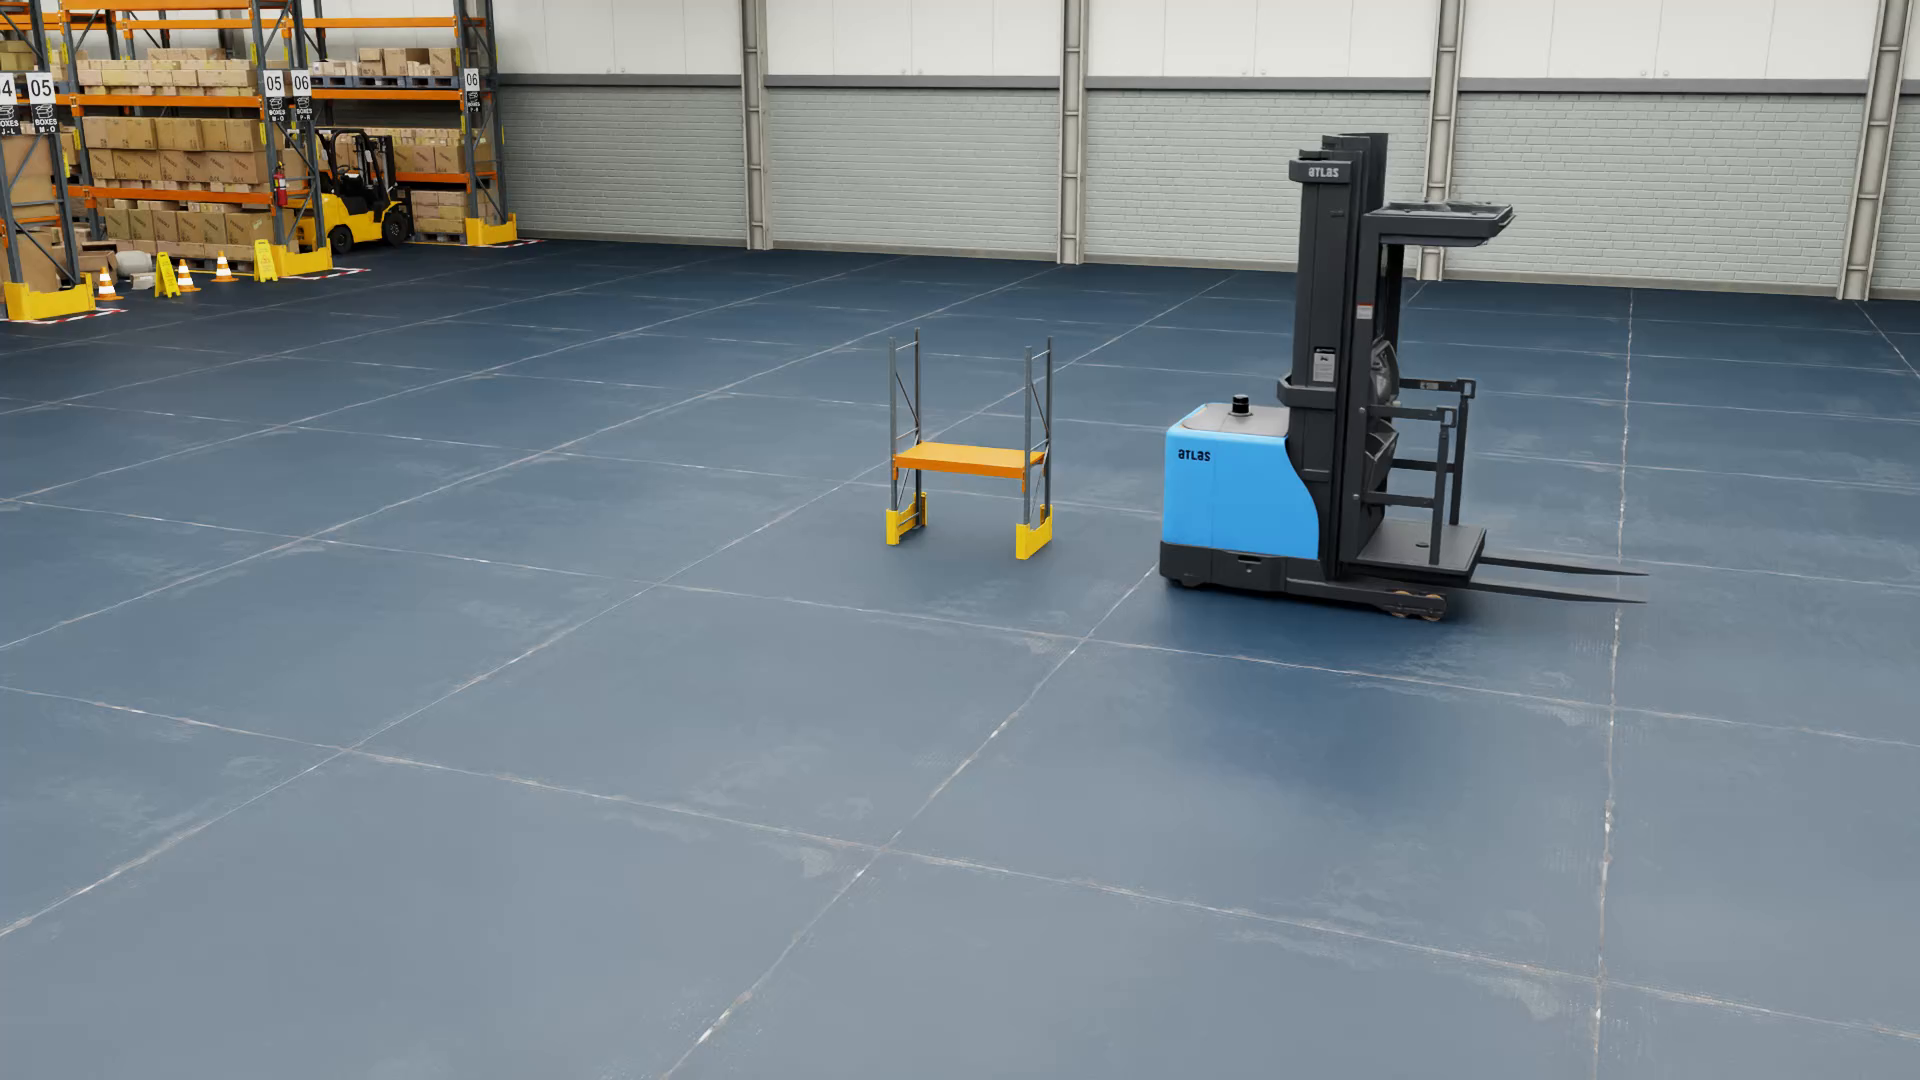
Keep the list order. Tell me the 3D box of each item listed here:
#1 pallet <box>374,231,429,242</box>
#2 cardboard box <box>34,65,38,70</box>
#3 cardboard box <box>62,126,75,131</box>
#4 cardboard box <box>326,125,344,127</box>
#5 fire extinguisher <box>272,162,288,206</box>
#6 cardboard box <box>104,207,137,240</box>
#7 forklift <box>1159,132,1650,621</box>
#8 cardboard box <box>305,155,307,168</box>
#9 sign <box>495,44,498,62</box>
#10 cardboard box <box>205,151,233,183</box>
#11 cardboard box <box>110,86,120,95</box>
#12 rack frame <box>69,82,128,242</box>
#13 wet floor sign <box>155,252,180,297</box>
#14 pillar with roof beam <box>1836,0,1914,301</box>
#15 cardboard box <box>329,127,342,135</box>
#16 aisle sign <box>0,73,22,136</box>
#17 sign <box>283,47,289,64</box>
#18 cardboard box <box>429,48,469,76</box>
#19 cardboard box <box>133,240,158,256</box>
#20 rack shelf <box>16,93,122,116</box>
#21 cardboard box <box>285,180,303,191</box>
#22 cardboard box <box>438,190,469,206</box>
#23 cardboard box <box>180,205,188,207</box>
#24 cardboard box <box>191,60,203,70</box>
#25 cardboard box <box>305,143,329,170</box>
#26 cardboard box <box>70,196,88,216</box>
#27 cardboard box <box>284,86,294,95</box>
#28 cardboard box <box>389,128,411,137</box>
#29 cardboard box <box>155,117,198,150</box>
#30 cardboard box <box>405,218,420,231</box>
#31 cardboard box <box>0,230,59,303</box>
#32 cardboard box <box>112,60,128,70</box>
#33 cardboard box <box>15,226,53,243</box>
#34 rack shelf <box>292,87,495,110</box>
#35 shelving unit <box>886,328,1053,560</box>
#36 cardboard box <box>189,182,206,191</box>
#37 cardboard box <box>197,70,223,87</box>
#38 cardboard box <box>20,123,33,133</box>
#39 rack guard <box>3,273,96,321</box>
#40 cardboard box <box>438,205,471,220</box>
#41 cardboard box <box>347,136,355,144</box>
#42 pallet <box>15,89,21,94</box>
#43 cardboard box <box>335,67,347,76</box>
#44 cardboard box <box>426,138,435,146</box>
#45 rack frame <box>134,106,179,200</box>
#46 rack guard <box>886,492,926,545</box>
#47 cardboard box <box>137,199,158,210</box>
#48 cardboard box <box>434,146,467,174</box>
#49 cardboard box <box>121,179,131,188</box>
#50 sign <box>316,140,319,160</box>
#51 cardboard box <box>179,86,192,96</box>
[{"bbox_3d":[-10.804,-5.980,32.395,1.213,0.211,1.003,6,17,21],"label":"pallet"},{"bbox_3d":[-15.551,-7.894,28.120,0.500,0.250,0.500,7,17,21],"label":"cardboard box"},{"bbox_3d":[-18.530,-8.363,34.670,0.500,0.500,0.700,6,17,20],"label":"cardboard box"},{"bbox_3d":[-12.260,-8.084,32.764,0.250,0.149,0.380,6,17,21],"label":"cardboard box"},{"bbox_3d":[-10.827,-5.671,26.466,0.183,0.674,0.296,6,17,21],"label":"fire extinguisher"},{"bbox_3d":[-14.036,-5.359,28.088,0.500,0.500,0.500,7,18,23],"label":"cardboard box"},{"bbox_3d":[2.900,-1.067,10.591,3.031,2.935,1.130,7,17,22],"label":"forklift"},{"bbox_3d":[-13.232,-7.448,32.717,0.500,0.250,0.500,7,17,22],"label":"cardboard box"},{"bbox_3d":[-8.737,-9.169,31.286,0.005,0.325,0.100,6,17,21],"label":"sign"},{"bbox_3d":[-11.834,-6.067,26.978,0.500,0.500,0.500,6,17,21],"label":"cardboard box"},{"bbox_3d":[-13.791,-7.435,27.474,0.250,0.149,0.380,6,17,21],"label":"cardboard box"},{"bbox_3d":[-14.485,-6.248,28.317,0.127,3.000,1.000,6,17,21],"label":"rack frame"},{"bbox_3d":[-11.733,-3.925,24.536,0.232,0.644,0.267,3,17,11],"label":"wet floor sign"},{"bbox_3d":[11.483,-6.741,19.254,0.400,9.000,9.100,6,17,21],"label":"pillar with roof beam"},{"bbox_3d":[-11.963,-7.902,32.136,0.250,0.149,0.380,6,17,20],"label":"cardboard box"},{"bbox_3d":[-12.531,-5.708,21.794,0.004,0.787,0.394,6,17,21],"label":"aisle sign"},{"bbox_3d":[-12.858,-9.234,31.730,0.005,0.325,0.100,6,17,21],"label":"sign"},{"bbox_3d":[-9.448,-8.847,30.777,0.500,0.500,0.500,7,18,22],"label":"cardboard box"},{"bbox_3d":[-13.535,-4.948,28.014,0.500,0.250,0.500,7,18,24],"label":"cardboard box"},{"bbox_3d":[-16.346,-7.548,28.704,4.000,0.370,1.077,6,17,21],"label":"rack shelf"},{"bbox_3d":[-11.004,-5.807,27.247,0.250,0.149,0.380,6,17,21],"label":"cardboard box"},{"bbox_3d":[-9.489,-6.455,31.412,0.500,0.250,0.500,7,18,22],"label":"cardboard box"},{"bbox_3d":[-13.363,-5.447,28.391,0.500,0.500,0.500,7,17,22],"label":"cardboard box"},{"bbox_3d":[-12.099,-7.624,26.695,0.250,0.149,0.380,6,17,21],"label":"cardboard box"},{"bbox_3d":[-12.351,-7.471,32.349,0.500,0.500,0.500,6,17,19],"label":"cardboard box"},{"bbox_3d":[-18.300,-7.089,34.943,0.500,0.500,0.500,6,17,19],"label":"cardboard box"},{"bbox_3d":[-10.954,-7.277,26.931,0.250,0.149,0.380,6,17,21],"label":"cardboard box"},{"bbox_3d":[-10.581,-7.716,31.495,0.250,0.149,0.380,7,17,22],"label":"cardboard box"},{"bbox_3d":[-12.713,-6.672,27.270,0.500,0.500,0.700,6,17,20],"label":"cardboard box"},{"bbox_3d":[-10.421,-6.081,31.919,0.500,0.250,0.500,6,17,21],"label":"cardboard box"},{"bbox_3d":[-13.142,-3.779,22.867,0.875,0.875,0.875,6,17,21],"label":"cardboard box"},{"bbox_3d":[-13.583,-7.752,27.137,0.250,0.149,0.380,6,17,20],"label":"cardboard box"},{"bbox_3d":[-15.111,-4.947,26.959,0.500,0.500,0.500,6,17,21],"label":"cardboard box"},{"bbox_3d":[-10.807,-8.427,31.730,4.000,0.370,1.077,6,17,21],"label":"rack shelf"},{"bbox_3d":[0.071,-0.712,11.938,1.083,1.500,0.587,6,17,21],"label":"shelving unit"},{"bbox_3d":[-12.406,-5.814,27.271,0.250,0.149,0.380,6,17,20],"label":"cardboard box"},{"bbox_3d":[-11.802,-7.388,26.598,0.500,0.250,0.500,6,17,20],"label":"cardboard box"},{"bbox_3d":[-15.907,-7.030,28.380,0.250,0.149,0.380,6,17,18],"label":"cardboard box"},{"bbox_3d":[-12.464,-3.342,22.790,0.348,0.500,1.175,6,17,21],"label":"rack guard"},{"bbox_3d":[-9.514,-6.217,31.490,0.500,0.250,0.500,6,17,20],"label":"cardboard box"},{"bbox_3d":[-11.528,-7.678,31.897,0.250,0.149,0.380,6,17,20],"label":"cardboard box"},{"bbox_3d":[-15.986,-7.795,28.600,1.003,0.211,1.213,6,17,21],"label":"pallet"},{"bbox_3d":[-11.647,-8.902,31.597,0.250,0.149,0.380,7,18,22],"label":"cardboard box"},{"bbox_3d":[-9.839,-7.510,31.320,0.250,0.149,0.380,7,17,22],"label":"cardboard box"},{"bbox_3d":[-16.389,-7.945,34.162,0.127,3.000,1.000,6,17,21],"label":"rack frame"},{"bbox_3d":[-0.392,-0.163,12.287,0.087,0.250,0.587,6,17,21],"label":"rack guard"},{"bbox_3d":[-13.463,-5.590,27.720,0.250,0.149,0.380,7,18,23],"label":"cardboard box"},{"bbox_3d":[-9.501,-7.157,31.268,0.500,0.500,0.500,6,17,19],"label":"cardboard box"},{"bbox_3d":[-13.798,-5.981,27.845,0.250,0.149,0.380,6,17,20],"label":"cardboard box"},{"bbox_3d":[-10.565,-6.396,27.271,0.005,0.325,0.100,6,17,21],"label":"sign"},{"bbox_3d":[-12.380,-7.261,26.876,0.250,0.149,0.380,6,17,19],"label":"cardboard box"}]
